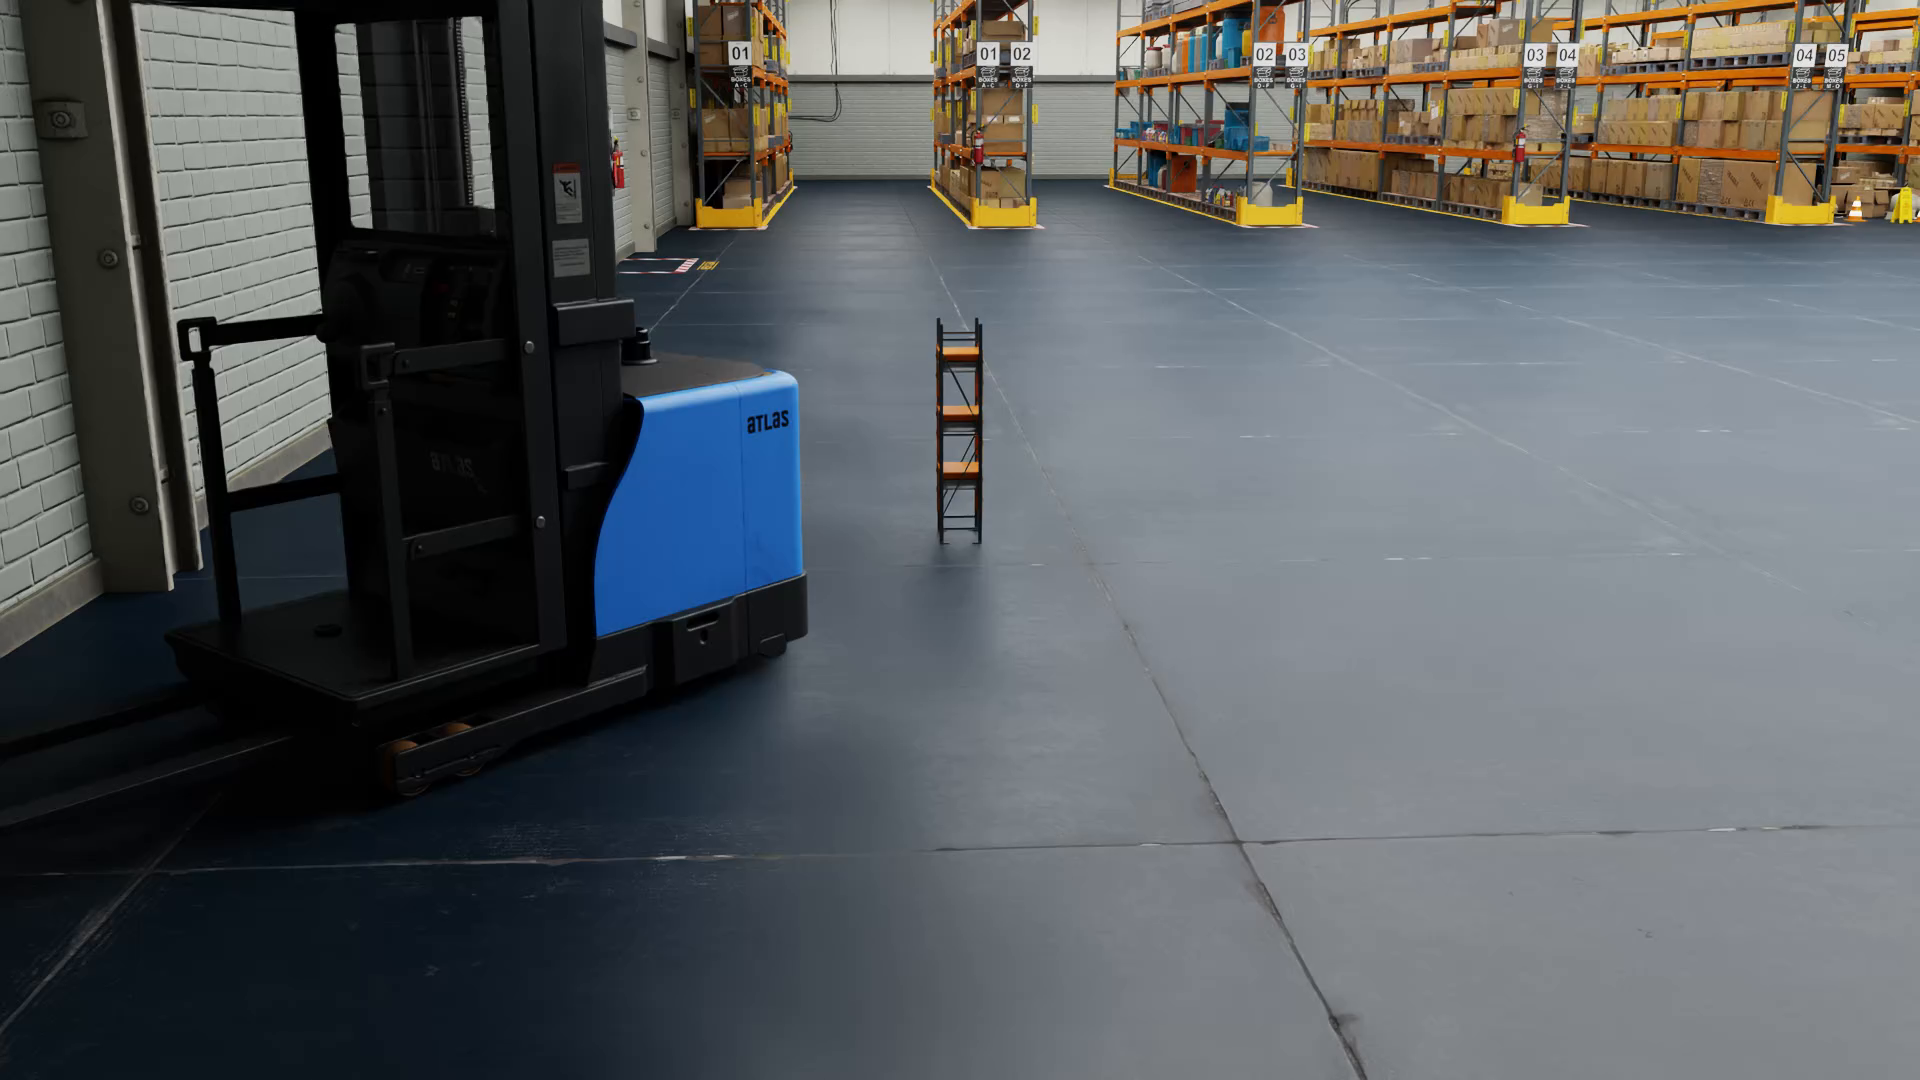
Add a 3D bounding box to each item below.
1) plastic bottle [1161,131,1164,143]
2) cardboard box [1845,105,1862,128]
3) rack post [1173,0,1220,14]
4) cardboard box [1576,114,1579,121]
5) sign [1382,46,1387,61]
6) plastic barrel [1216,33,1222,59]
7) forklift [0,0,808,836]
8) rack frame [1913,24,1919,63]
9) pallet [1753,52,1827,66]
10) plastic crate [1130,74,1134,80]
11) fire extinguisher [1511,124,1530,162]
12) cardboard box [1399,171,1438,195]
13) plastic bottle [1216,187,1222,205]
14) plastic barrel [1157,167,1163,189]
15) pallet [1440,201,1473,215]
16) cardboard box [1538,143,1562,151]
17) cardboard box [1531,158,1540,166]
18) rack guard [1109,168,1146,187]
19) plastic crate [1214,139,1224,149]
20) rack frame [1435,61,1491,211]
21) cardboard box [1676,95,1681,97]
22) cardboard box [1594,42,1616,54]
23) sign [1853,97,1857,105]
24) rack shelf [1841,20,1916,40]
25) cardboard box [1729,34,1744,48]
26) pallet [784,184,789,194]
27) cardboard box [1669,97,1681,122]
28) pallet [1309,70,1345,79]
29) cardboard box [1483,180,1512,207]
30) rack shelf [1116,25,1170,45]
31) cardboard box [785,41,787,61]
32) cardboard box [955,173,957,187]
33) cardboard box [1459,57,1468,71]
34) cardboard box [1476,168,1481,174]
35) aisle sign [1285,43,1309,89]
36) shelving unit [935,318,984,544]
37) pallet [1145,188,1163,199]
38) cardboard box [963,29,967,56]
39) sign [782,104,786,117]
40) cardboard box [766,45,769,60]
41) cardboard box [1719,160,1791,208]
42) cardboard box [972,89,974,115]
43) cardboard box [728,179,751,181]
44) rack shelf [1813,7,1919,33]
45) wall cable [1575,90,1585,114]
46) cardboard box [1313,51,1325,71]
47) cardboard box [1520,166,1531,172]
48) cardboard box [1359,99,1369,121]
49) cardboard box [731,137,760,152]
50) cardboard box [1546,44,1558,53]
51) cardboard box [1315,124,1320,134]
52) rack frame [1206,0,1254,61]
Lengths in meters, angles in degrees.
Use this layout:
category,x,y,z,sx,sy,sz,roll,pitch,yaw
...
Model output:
category,x,y,z,sx,sy,sz,roll,pitch,yaw
plastic bottle,4.758,-9.445,38.973,0.097,0.271,0.097,0,14,0
cardboard box,19.970,-9.354,36.720,0.500,0.500,0.500,-1,14,-6
rack post,5.276,-11.726,35.139,1.013,1.000,3.121,-1,14,-3
cardboard box,14.635,-9.905,38.970,0.380,0.149,0.250,-1,14,-4
sign,9.625,-11.041,37.703,0.100,0.325,0.005,-1,14,-3
plastic barrel,5.315,-9.835,33.145,0.421,0.512,0.421,0,14,0
forklift,-1.888,-0.784,5.193,1.130,2.935,3.031,11,18,37
rack frame,20.318,-11.370,34.157,1.000,3.000,0.127,-1,14,-3
pallet,15.576,-8.962,30.997,1.003,0.211,1.213,-1,14,-3
plastic crate,4.530,-11.860,42.611,0.293,0.136,0.466,-1,14,-3
fire extinguisher,10.222,-7.244,30.315,0.296,0.674,0.183,-1,14,-3
cardboard box,10.288,-8.005,37.251,0.700,0.500,0.500,-2,15,-8
plastic bottle,5.158,-6.805,32.890,0.144,0.351,0.185,-1,14,-4
plastic barrel,4.995,-8.770,40.241,0.421,0.512,0.421,0,14,0
pallet,10.504,-6.795,34.010,1.003,0.211,1.213,-1,14,-3
cardboard box,10.896,-7.270,30.765,0.380,0.149,0.250,-1,14,-3
cardboard box,14.671,-9.521,41.678,0.500,0.250,0.500,-2,15,-6
rack guard,4.726,-10.015,45.946,1.175,0.500,0.348,-1,14,-3
plastic crate,5.286,-7.790,32.710,0.450,0.188,0.662,-1,14,-3
rack frame,10.427,-8.312,34.310,1.000,3.000,0.127,-1,14,-3
cardboard box,19.375,-11.817,44.425,0.380,0.149,0.250,-1,14,-5
cardboard box,14.852,-11.326,38.270,0.396,0.266,0.258,-1,14,-3
sign,25.084,-12.244,46.636,0.100,0.325,0.005,-1,14,-3
rack shelf,24.653,-13.584,44.215,1.077,0.370,4.000,-1,14,-3
cardboard box,15.232,-9.636,32.099,0.500,0.250,0.500,-1,14,-3
pallet,-4.869,-8.912,42.238,1.003,0.211,1.213,-1,14,-3
cardboard box,15.348,-9.019,34.853,0.700,0.500,0.500,-1,14,-4
pallet,9.819,-12.217,43.648,1.003,0.211,1.213,-1,14,-3
cardboard box,10.562,-6.769,32.489,0.500,0.500,0.500,0,14,2
rack shelf,4.864,-13.085,43.071,1.077,0.370,4.000,-1,14,-3
cardboard box,-4.830,-12.884,43.813,0.500,0.500,0.500,-1,14,-4
cardboard box,0.162,-7.653,35.299,0.500,0.311,0.500,-1,14,-4
cardboard box,10.238,-9.444,32.994,0.500,0.250,0.500,-1,14,-4
cardboard box,14.378,-10.111,45.585,0.380,0.149,0.250,-1,14,-4
aisle sign,6.029,-8.486,29.771,0.394,0.787,0.004,-1,14,-3
shelving unit,-0.003,-0.522,7.947,0.215,1.050,0.252,-1,14,-3
pallet,5.073,-8.378,40.163,1.003,0.211,1.213,-1,14,-3
cardboard box,0.308,-9.802,32.761,0.500,0.500,0.500,0,14,1
sign,-4.359,-10.605,41.059,0.100,0.325,0.005,-1,14,-3
cardboard box,-4.856,-11.428,39.319,0.700,0.500,0.500,-1,14,-4
cardboard box,15.467,-6.929,32.358,0.875,0.875,0.875,-1,14,-4
cardboard box,0.606,-8.600,32.628,0.700,0.500,0.500,-1,14,-4
cardboard box,-4.300,-6.827,32.674,0.500,0.500,0.500,-2,15,-8
rack shelf,20.195,-11.325,36.230,1.077,0.370,4.000,-1,14,-3
wall cable,19.202,-13.358,51.822,0.585,1.953,0.123,-1,14,-3
cardboard box,9.765,-12.651,43.911,0.700,0.500,0.500,-2,15,-7
cardboard box,14.607,-9.548,42.800,0.380,0.149,0.250,0,14,-2
cardboard box,10.065,-10.351,40.025,0.797,0.503,0.637,0,14,-2
cardboard box,-3.869,-7.151,30.059,0.500,0.250,0.500,-1,14,-5
cardboard box,10.889,-8.962,30.319,0.380,0.149,0.250,-1,14,-4
cardboard box,9.576,-10.734,43.429,0.500,0.250,0.500,-1,14,-2
rack frame,5.484,-11.140,33.265,1.000,3.000,0.127,-1,14,-3
